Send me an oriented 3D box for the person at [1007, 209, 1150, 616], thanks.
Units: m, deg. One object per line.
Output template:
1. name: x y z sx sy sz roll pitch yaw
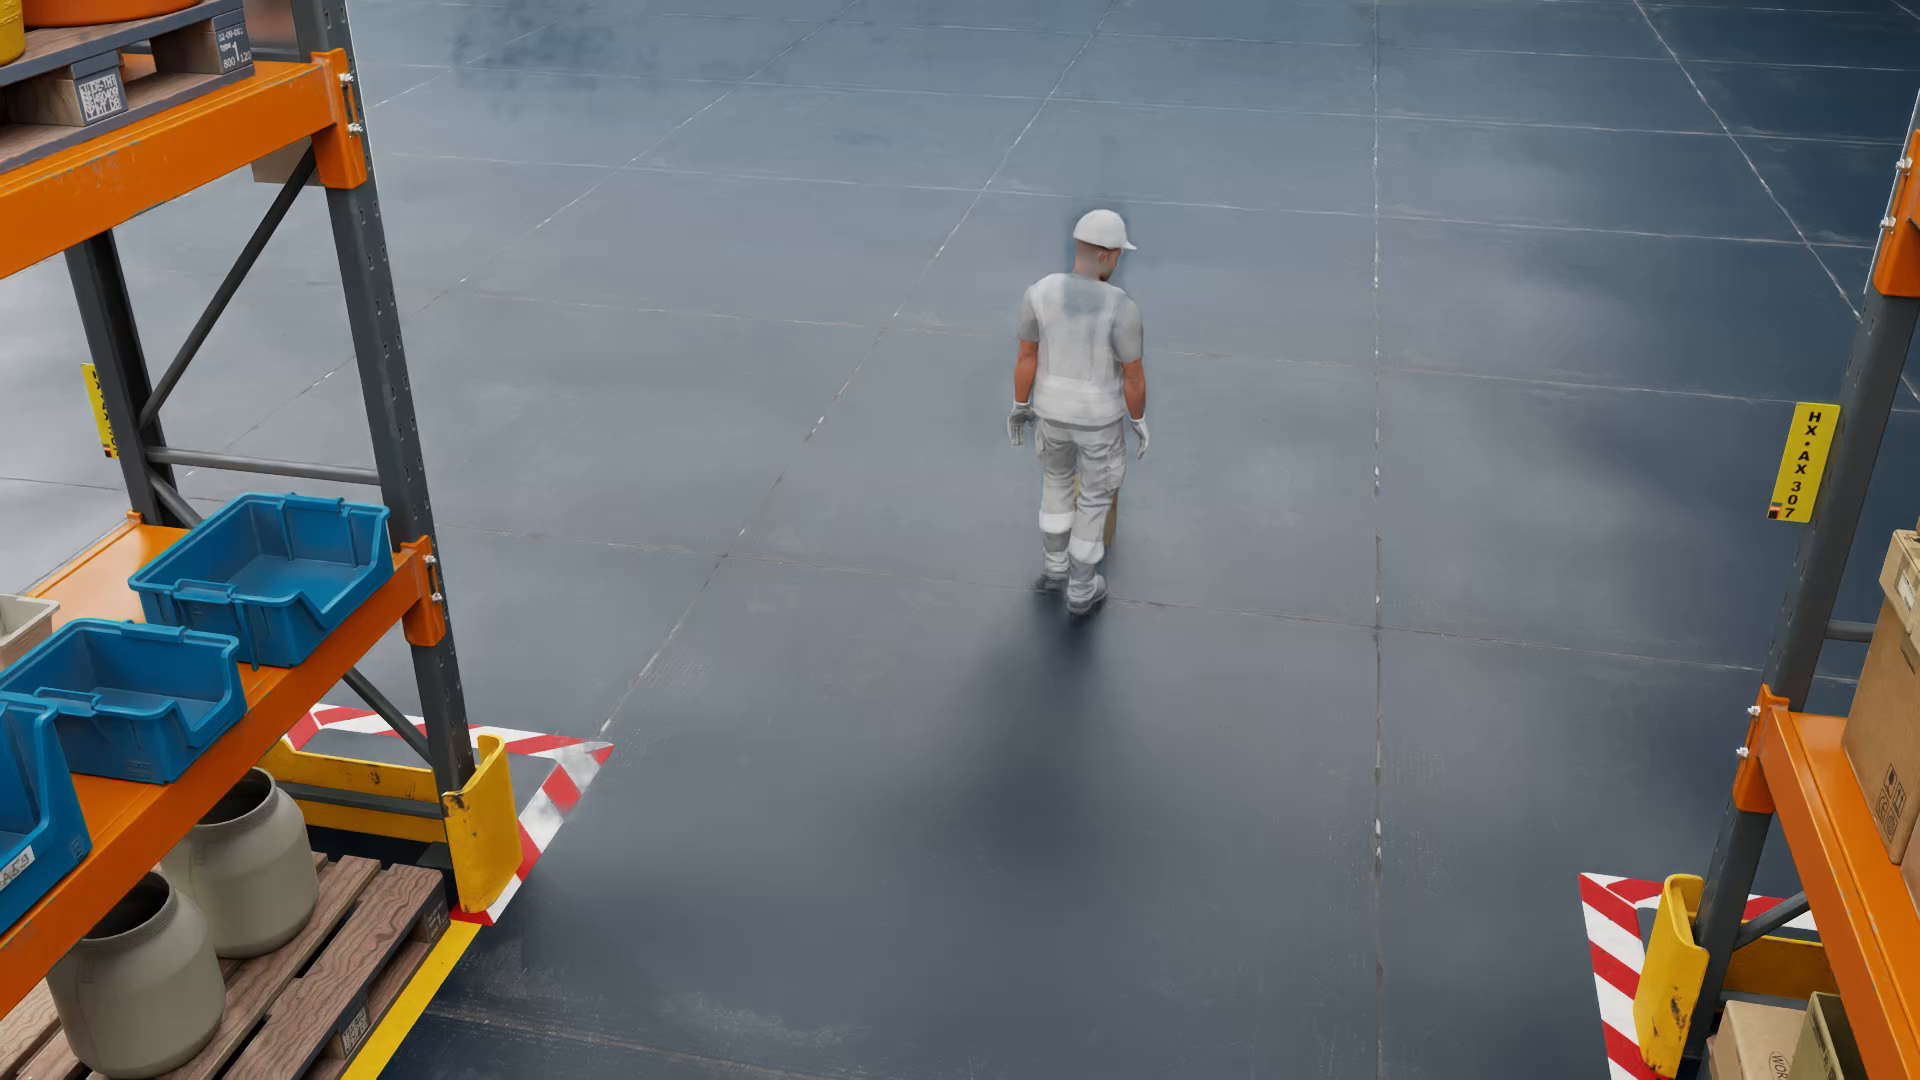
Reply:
1. person: 0.541 -0.522 7.073 0.595 1.836 0.460 14 31 23
